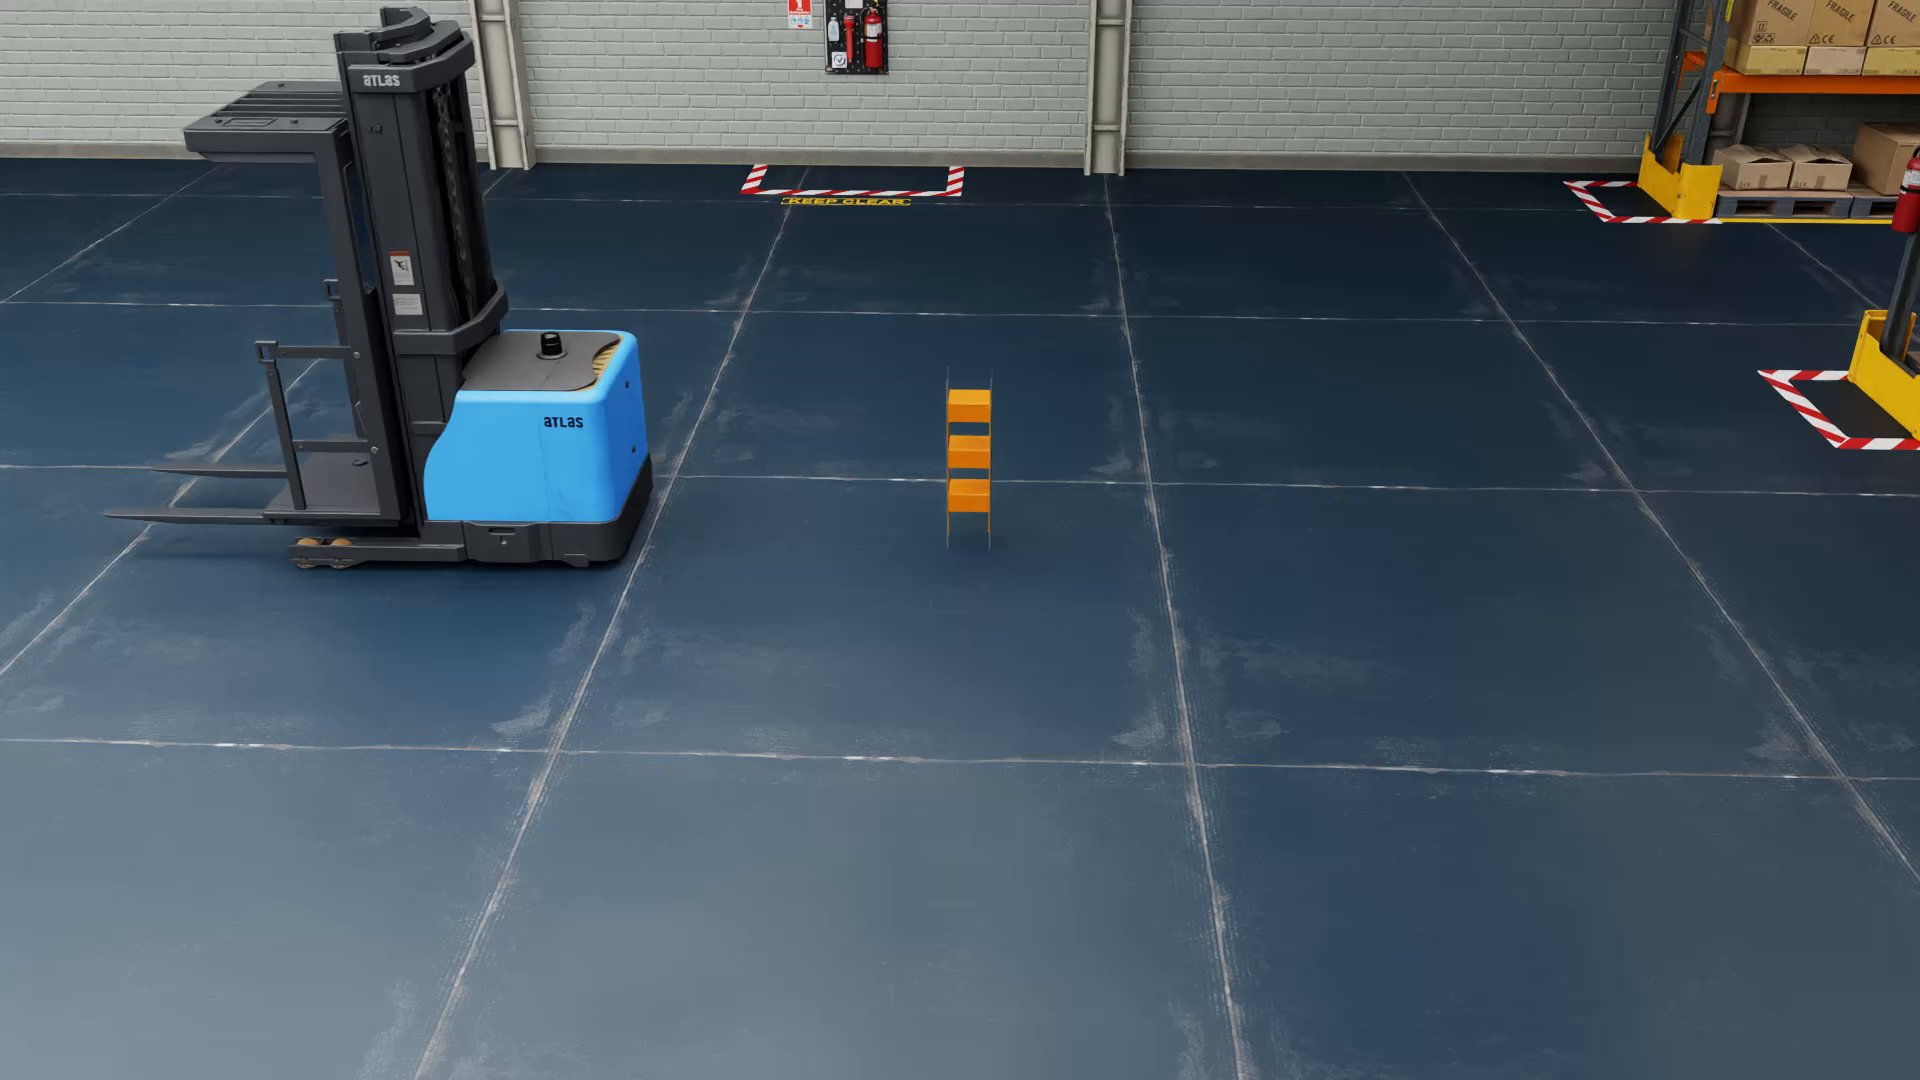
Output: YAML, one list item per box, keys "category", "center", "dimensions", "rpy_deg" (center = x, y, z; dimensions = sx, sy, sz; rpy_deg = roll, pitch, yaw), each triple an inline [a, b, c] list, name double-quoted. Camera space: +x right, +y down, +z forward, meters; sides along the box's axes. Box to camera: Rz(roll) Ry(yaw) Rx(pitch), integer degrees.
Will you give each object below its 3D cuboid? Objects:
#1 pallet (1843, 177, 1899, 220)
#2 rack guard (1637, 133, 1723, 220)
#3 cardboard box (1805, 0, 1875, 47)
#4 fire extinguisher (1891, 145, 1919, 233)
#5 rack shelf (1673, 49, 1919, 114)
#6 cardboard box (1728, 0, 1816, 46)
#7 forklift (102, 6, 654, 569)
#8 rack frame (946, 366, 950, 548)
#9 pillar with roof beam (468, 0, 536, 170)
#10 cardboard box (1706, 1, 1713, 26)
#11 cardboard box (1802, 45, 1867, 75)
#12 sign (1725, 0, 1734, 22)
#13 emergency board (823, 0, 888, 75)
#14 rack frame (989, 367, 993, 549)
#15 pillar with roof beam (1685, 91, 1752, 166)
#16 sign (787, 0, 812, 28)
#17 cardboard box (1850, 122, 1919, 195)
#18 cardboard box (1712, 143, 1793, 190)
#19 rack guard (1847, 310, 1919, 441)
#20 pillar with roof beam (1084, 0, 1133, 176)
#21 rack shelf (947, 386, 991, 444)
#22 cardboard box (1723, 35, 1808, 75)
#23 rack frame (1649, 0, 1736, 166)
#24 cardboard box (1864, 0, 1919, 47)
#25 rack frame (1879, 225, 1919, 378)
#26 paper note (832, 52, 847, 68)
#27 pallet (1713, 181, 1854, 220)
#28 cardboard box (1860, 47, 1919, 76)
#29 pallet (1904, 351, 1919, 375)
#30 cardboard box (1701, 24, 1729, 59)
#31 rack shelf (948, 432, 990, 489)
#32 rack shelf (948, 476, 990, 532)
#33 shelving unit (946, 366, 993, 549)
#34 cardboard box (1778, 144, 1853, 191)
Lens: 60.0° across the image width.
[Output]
- category: "pallet"
  center: [8.819, -3.266, 15.686]
  dimensions: [1.213, 0.211, 1.003]
  rpy_deg: [1, 28, 2]
- category: "rack guard"
  center: [6.792, -3.445, 15.715]
  dimensions: [0.348, 0.500, 1.175]
  rpy_deg: [1, 28, 2]
- category: "cardboard box"
  center: [7.676, -4.663, 14.682]
  dimensions: [0.500, 0.500, 0.500]
  rpy_deg: [1, 28, 2]
- category: "fire extinguisher"
  center: [6.443, -2.417, 11.190]
  dimensions: [0.183, 0.674, 0.296]
  rpy_deg: [1, 28, 2]
- category: "rack shelf"
  center: [8.715, -4.200, 15.238]
  dimensions: [4.000, 0.370, 1.077]
  rpy_deg: [1, 28, 2]
- category: "cardboard box"
  center: [7.182, -4.676, 14.706]
  dimensions: [0.500, 0.500, 0.500]
  rpy_deg: [1, 28, 2]
- category: "forklift"
  center: [-3.409, -1.378, 9.220]
  dimensions: [3.031, 2.935, 1.130]
  rpy_deg: [1, 28, 2]
- category: "rack frame"
  center: [-0.068, -0.465, 9.506]
  dimensions: [0.008, 1.050, 0.200]
  rpy_deg: [1, 28, 2]
- category: "pillar with roof beam"
  center: [-4.698, -5.778, 11.042]
  dimensions: [0.400, 9.000, 9.100]
  rpy_deg: [1, 28, 2]
- category: "cardboard box"
  center: [7.195, -4.916, 15.160]
  dimensions: [0.500, 0.500, 0.500]
  rpy_deg: [1, 28, 1]
- category: "cardboard box"
  center: [7.712, -4.335, 14.863]
  dimensions: [0.500, 0.250, 0.500]
  rpy_deg: [0, 28, 0]
- category: "sign"
  center: [6.697, -4.679, 14.450]
  dimensions: [0.005, 0.325, 0.100]
  rpy_deg: [1, 28, 2]
- category: "emergency board"
  center: [-1.018, -5.102, 16.172]
  dimensions: [0.643, 1.169, 0.194]
  rpy_deg: [1, 28, 2]
- category: "rack frame"
  center: [0.175, -0.461, 9.499]
  dimensions: [0.008, 1.050, 0.200]
  rpy_deg: [1, 28, 2]
- category: "pillar with roof beam"
  center: [7.294, -5.580, 10.668]
  dimensions: [0.400, 9.000, 9.100]
  rpy_deg: [1, 28, 2]
- category: "sign"
  center: [-1.567, -5.175, 16.272]
  dimensions: [0.234, 0.329, 0.001]
  rpy_deg: [1, 28, 2]
- category: "cardboard box"
  center: [8.705, -3.542, 15.429]
  dimensions: [0.500, 0.500, 0.700]
  rpy_deg: [-1, 28, -1]
- category: "cardboard box"
  center: [7.404, -3.504, 15.558]
  dimensions: [0.500, 0.311, 0.500]
  rpy_deg: [-2, 28, -4]
- category: "rack guard"
  center: [6.521, -1.128, 11.344]
  dimensions: [0.348, 0.500, 1.175]
  rpy_deg: [1, 28, 2]
- category: "pillar with roof beam"
  center: [1.298, -5.679, 10.855]
  dimensions: [0.400, 9.000, 9.100]
  rpy_deg: [1, 28, 2]
- category: "rack shelf"
  center: [0.053, -0.704, 9.374]
  dimensions: [0.240, 0.259, 0.215]
  rpy_deg: [1, 28, 2]
- category: "cardboard box"
  center: [7.192, -4.337, 14.867]
  dimensions: [0.500, 0.250, 0.500]
  rpy_deg: [0, 28, 0]
- category: "rack frame"
  center: [6.716, -4.551, 15.132]
  dimensions: [0.127, 3.000, 1.000]
  rpy_deg: [1, 28, 2]
- category: "cardboard box"
  center: [8.192, -4.652, 14.661]
  dimensions: [0.500, 0.500, 0.500]
  rpy_deg: [0, 28, 0]
- category: "rack frame"
  center: [6.545, -2.232, 10.758]
  dimensions: [0.127, 3.000, 1.000]
  rpy_deg: [1, 28, 2]
- category: "paper note"
  center: [-1.193, -4.748, 16.445]
  dimensions: [0.142, 0.148, 0.016]
  rpy_deg: [1, 28, 2]
- category: "pallet"
  center: [7.603, -3.287, 15.726]
  dimensions: [1.213, 0.211, 1.003]
  rpy_deg: [1, 28, 2]
- category: "cardboard box"
  center: [8.221, -4.323, 14.842]
  dimensions: [0.500, 0.250, 0.500]
  rpy_deg: [1, 28, 1]
- category: "pallet"
  center: [7.311, -1.007, 11.424]
  dimensions: [1.213, 0.211, 1.003]
  rpy_deg: [1, 28, 2]
- category: "cardboard box"
  center: [7.190, -4.576, 15.319]
  dimensions: [0.500, 0.250, 0.500]
  rpy_deg: [1, 28, 3]
- category: "rack shelf"
  center: [0.053, -0.454, 9.507]
  dimensions: [0.240, 0.259, 0.215]
  rpy_deg: [1, 28, 2]
- category: "rack shelf"
  center: [0.053, -0.208, 9.638]
  dimensions: [0.240, 0.259, 0.215]
  rpy_deg: [1, 28, 2]
- category: "shelving unit"
  center: [0.053, -0.463, 9.502]
  dimensions: [0.252, 1.050, 0.215]
  rpy_deg: [1, 28, 2]
- category: "cardboard box"
  center: [7.974, -3.494, 15.540]
  dimensions: [0.500, 0.311, 0.500]
  rpy_deg: [3, 28, 6]
